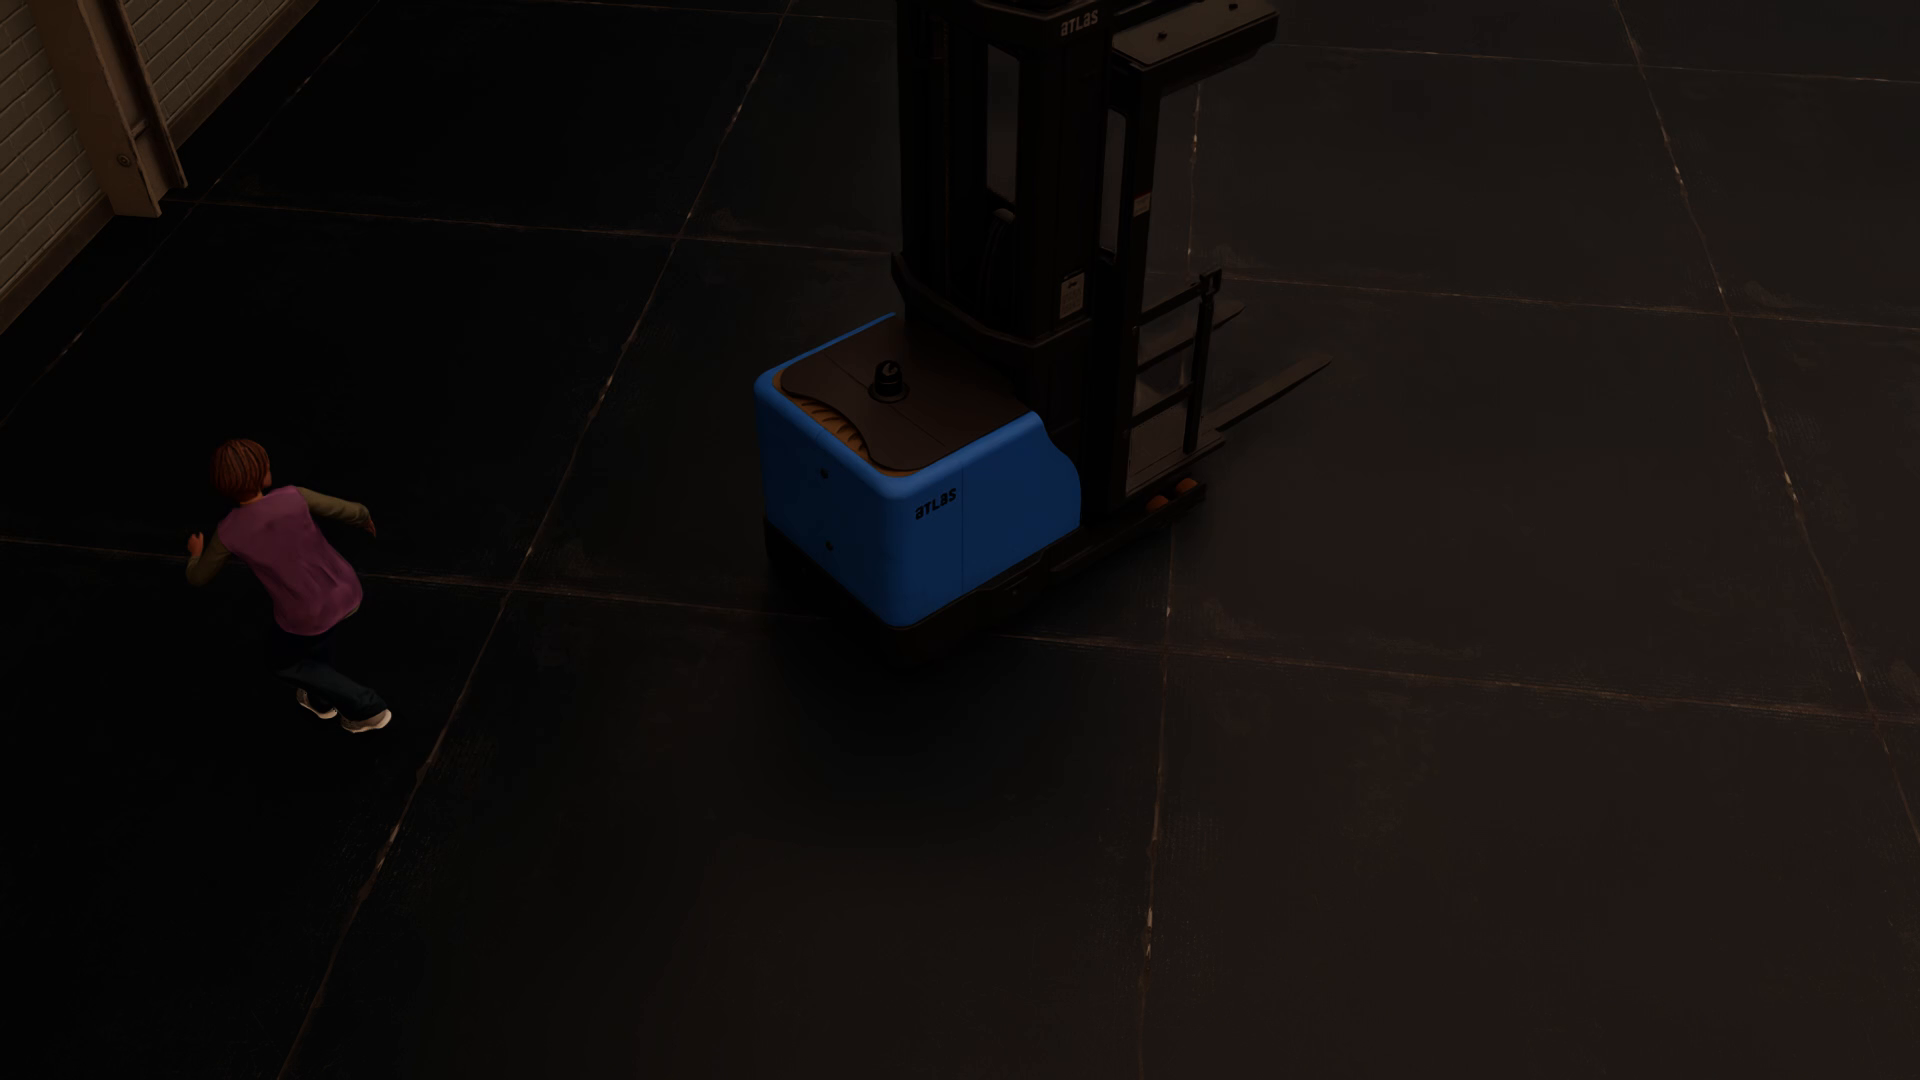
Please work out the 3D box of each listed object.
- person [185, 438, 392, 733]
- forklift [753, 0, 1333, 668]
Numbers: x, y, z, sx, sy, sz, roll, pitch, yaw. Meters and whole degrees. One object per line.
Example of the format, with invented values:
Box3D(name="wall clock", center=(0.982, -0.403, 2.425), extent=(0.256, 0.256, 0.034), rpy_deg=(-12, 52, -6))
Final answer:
Box3D(name="person", center=(-2.644, 0.153, 6.641), extent=(0.758, 1.482, 0.738), rpy_deg=(27, 49, 26))
Box3D(name="forklift", center=(0.557, -1.373, 7.219), extent=(3.031, 2.935, 1.130), rpy_deg=(-30, 50, -28))
